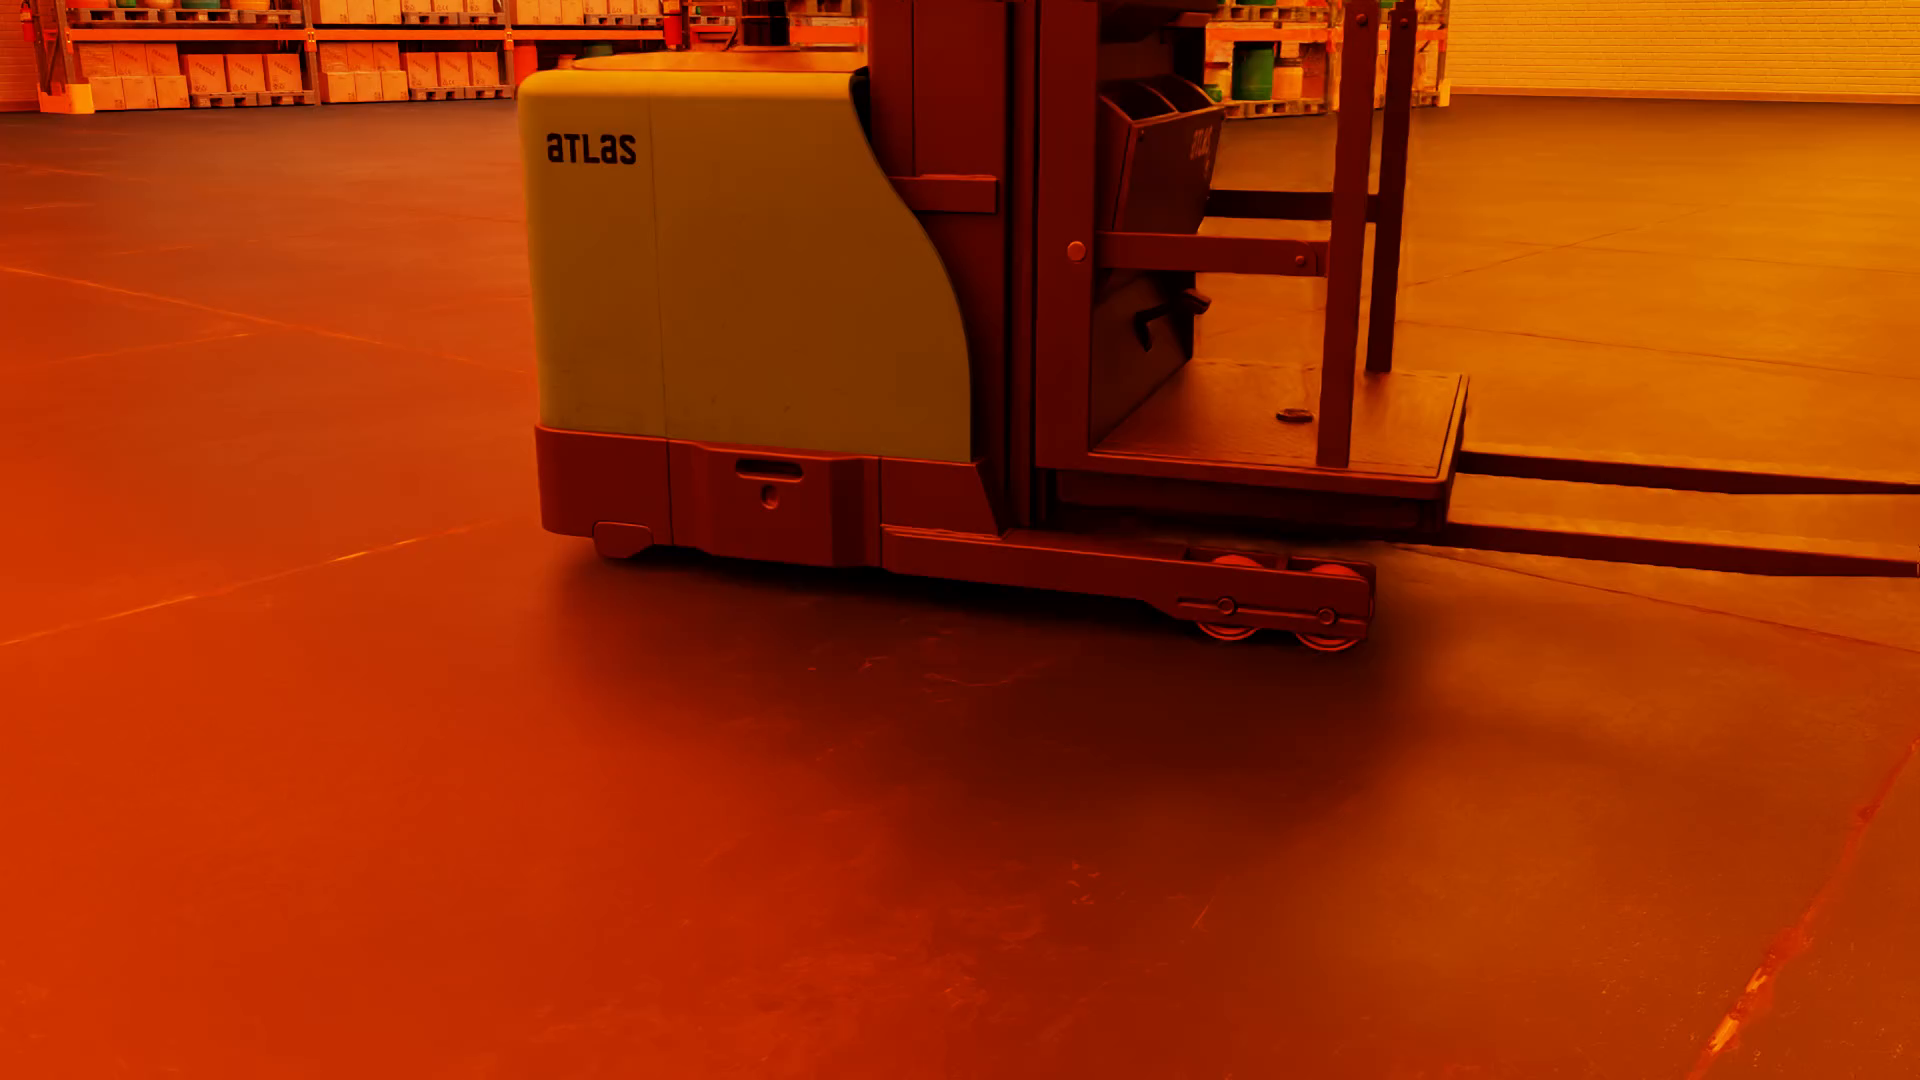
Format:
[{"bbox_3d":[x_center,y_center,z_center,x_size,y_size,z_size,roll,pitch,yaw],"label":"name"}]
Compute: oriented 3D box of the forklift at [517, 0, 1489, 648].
[{"bbox_3d":[0.430,-1.555,4.020,1.130,2.935,3.031,14,22,39],"label":"forklift"}]
